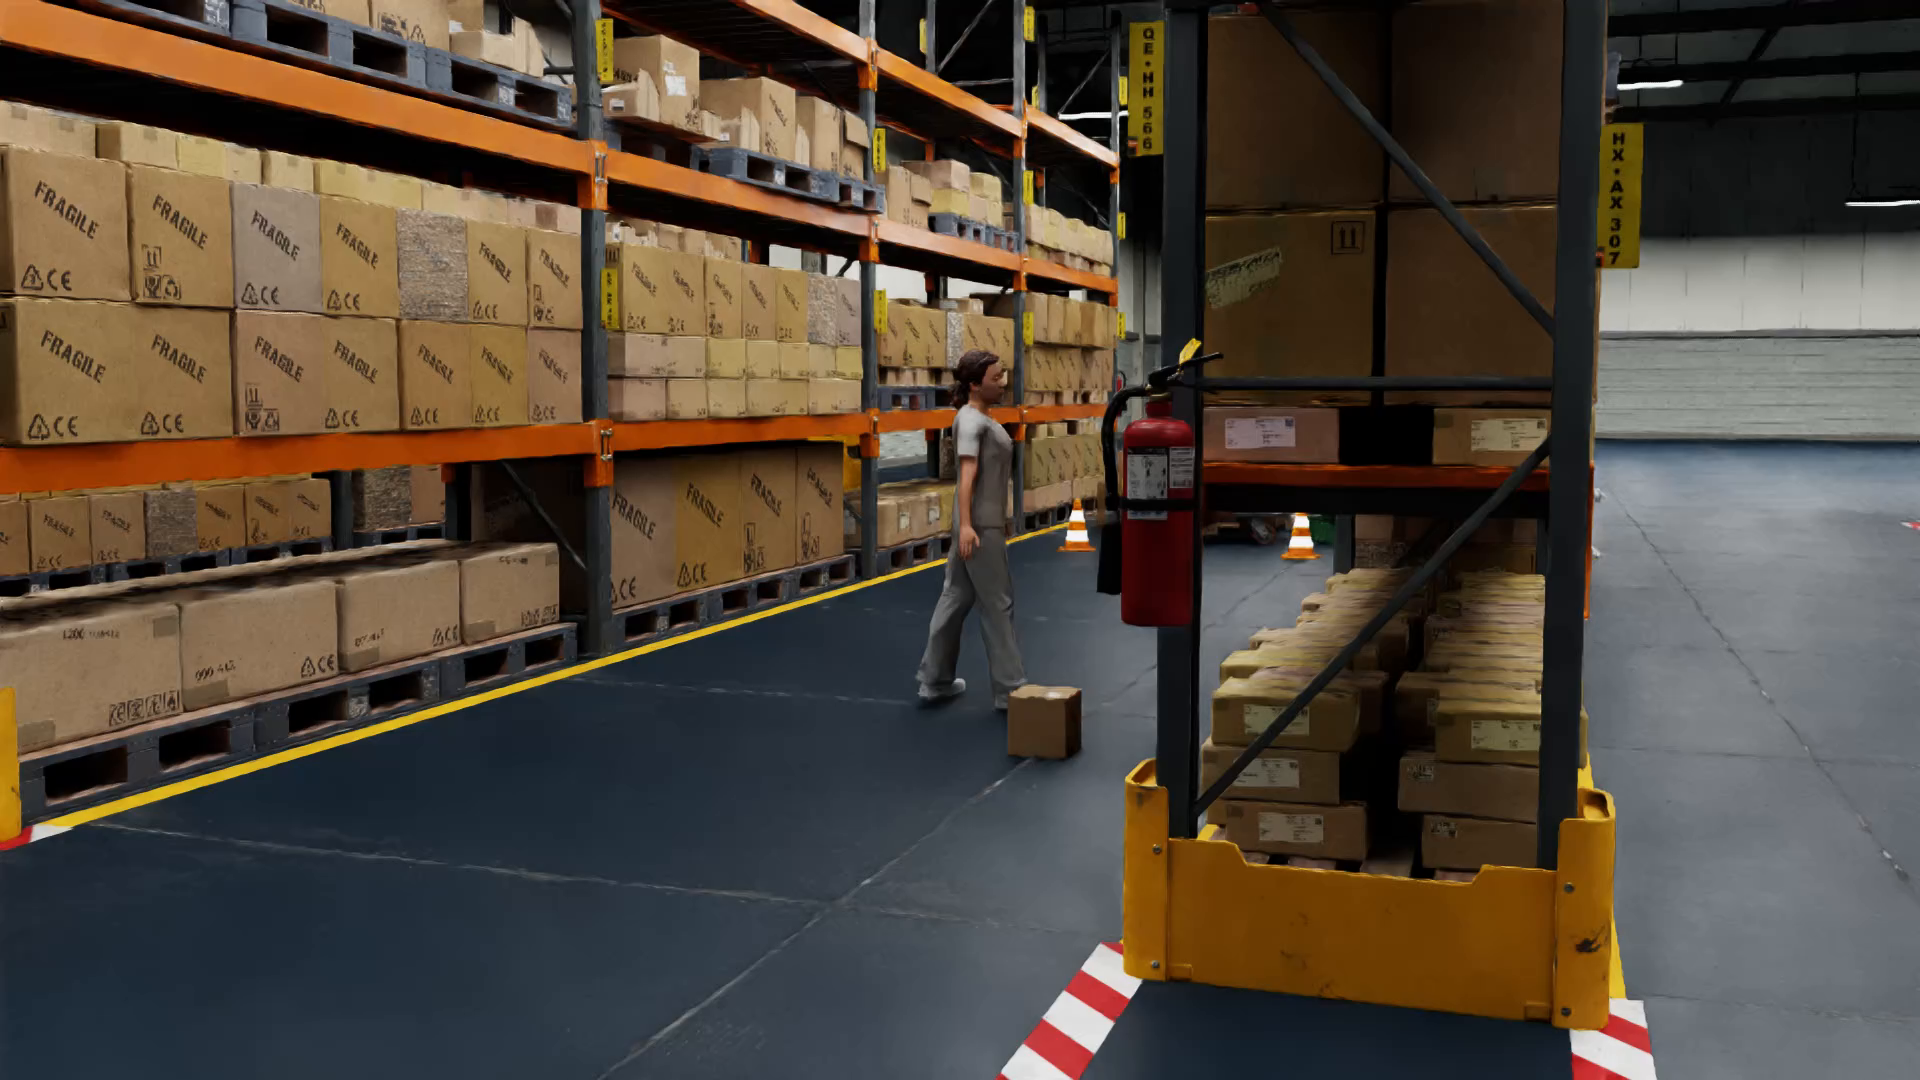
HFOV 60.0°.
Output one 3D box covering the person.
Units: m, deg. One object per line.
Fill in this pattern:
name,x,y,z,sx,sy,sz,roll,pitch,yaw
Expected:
person,0.111,-0.049,7.696,0.659,1.660,0.646,0,5,3
